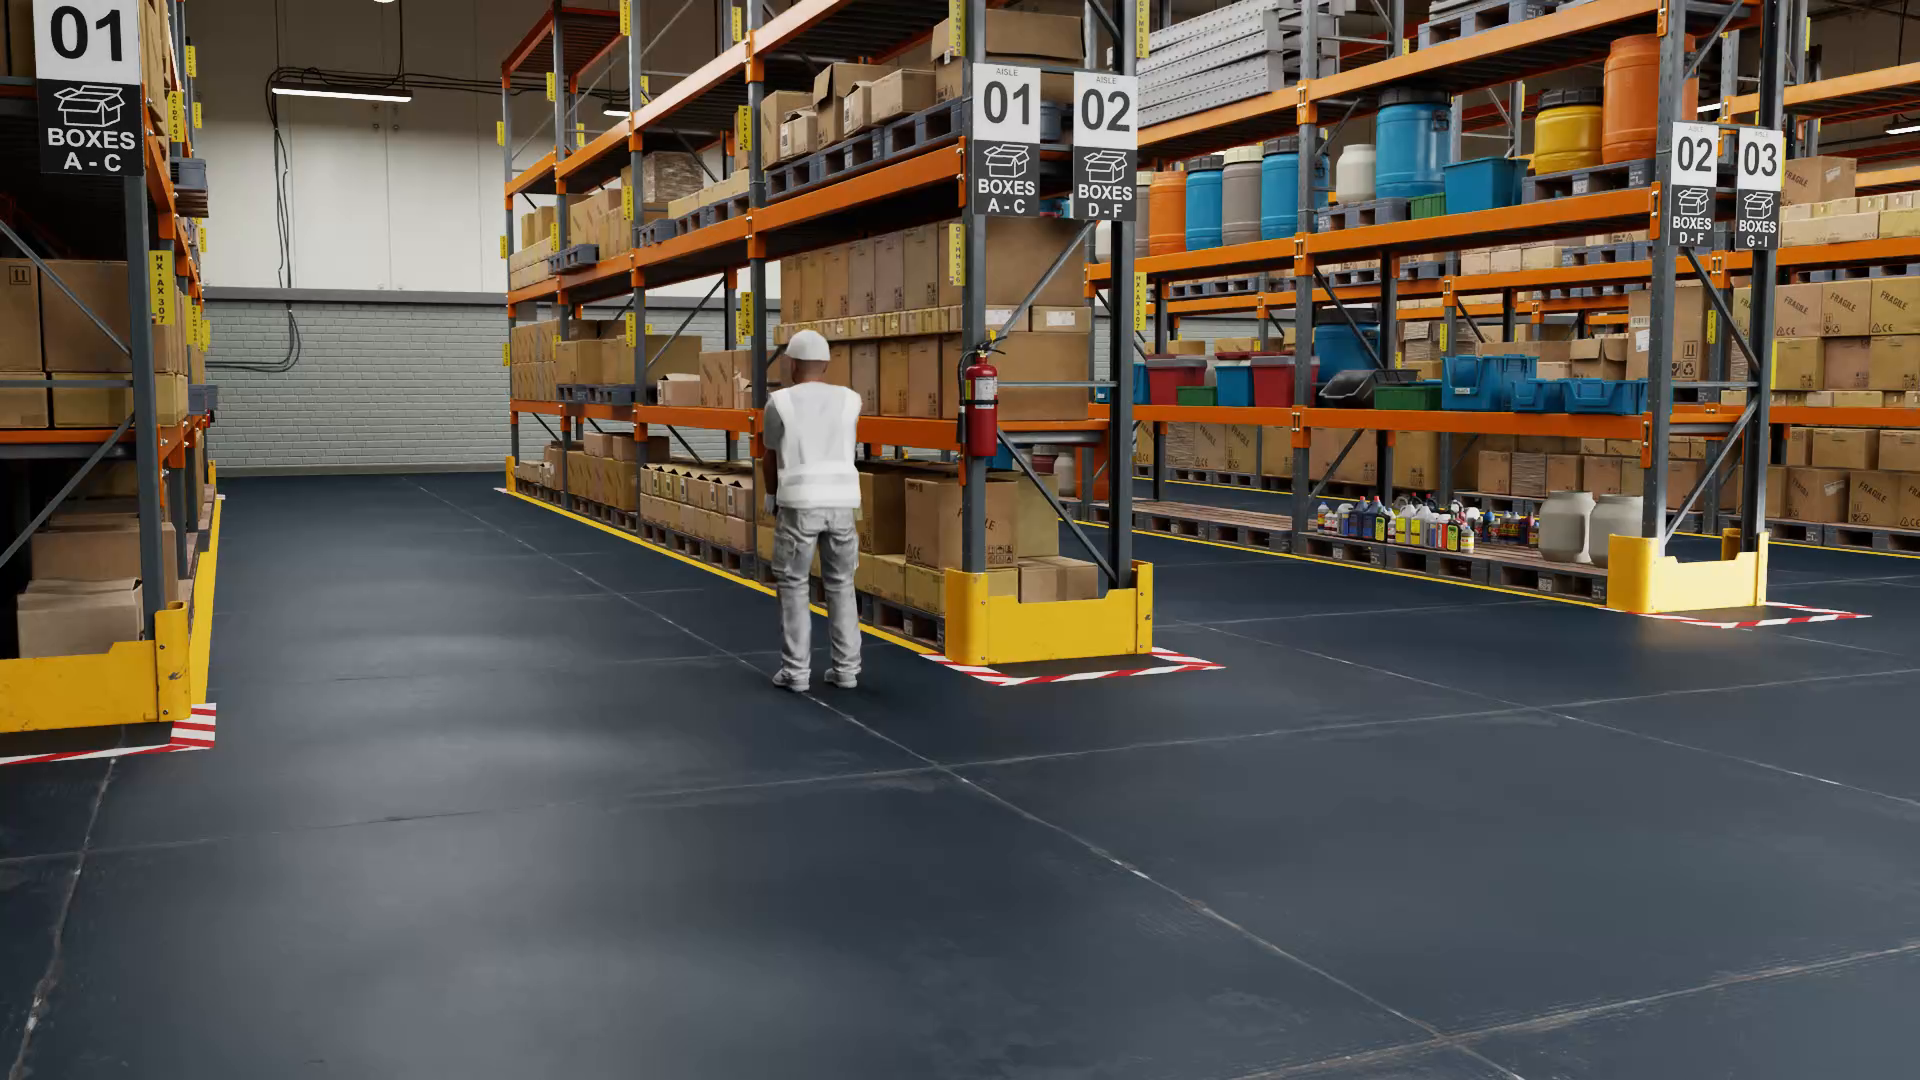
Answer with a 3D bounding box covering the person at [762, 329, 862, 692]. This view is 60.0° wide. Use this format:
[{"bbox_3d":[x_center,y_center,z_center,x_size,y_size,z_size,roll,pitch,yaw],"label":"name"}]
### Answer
[{"bbox_3d":[-0.762,-0.158,8.317,0.492,1.777,0.581,-2,6,-25],"label":"person"}]
